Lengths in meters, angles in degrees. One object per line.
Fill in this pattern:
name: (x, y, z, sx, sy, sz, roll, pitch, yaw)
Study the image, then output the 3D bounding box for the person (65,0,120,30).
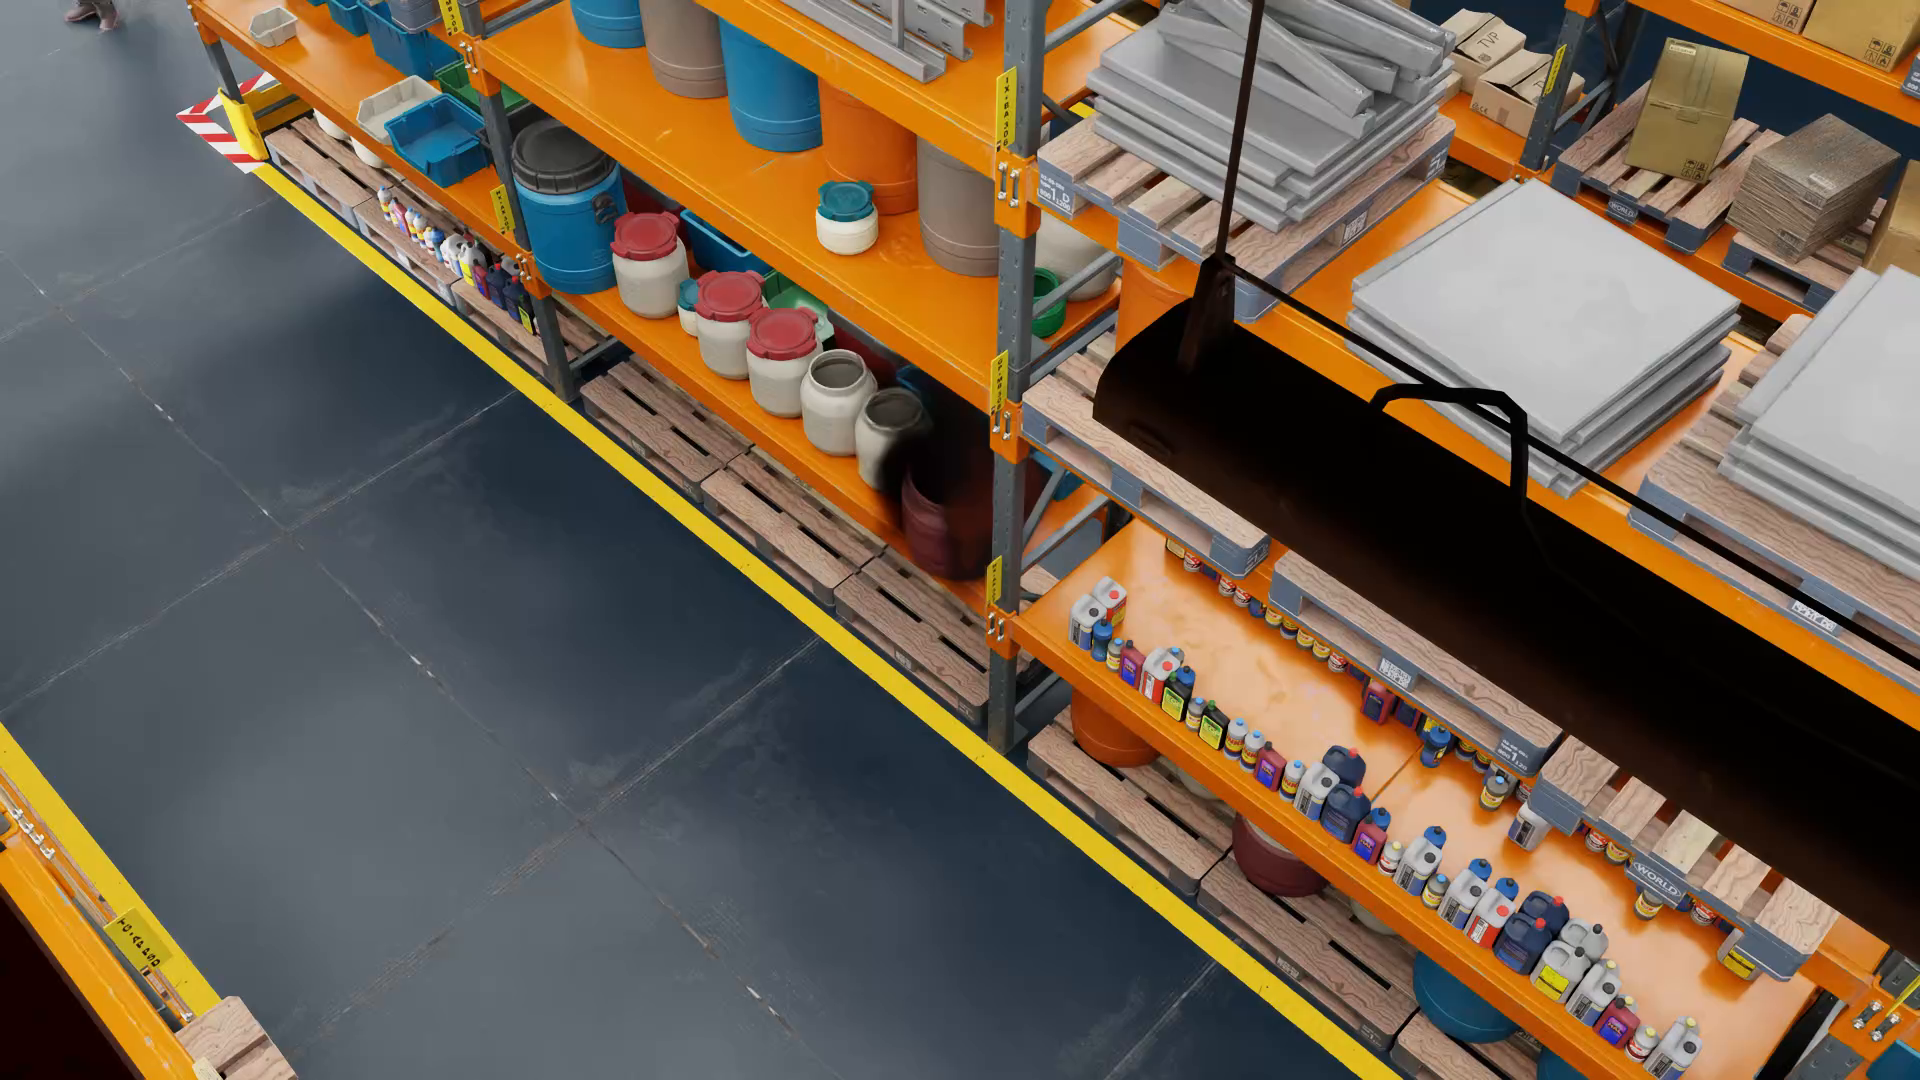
person: (-7.349, -4.934, 13.500, 0.545, 1.737, 0.322, 26, 55, 20)
